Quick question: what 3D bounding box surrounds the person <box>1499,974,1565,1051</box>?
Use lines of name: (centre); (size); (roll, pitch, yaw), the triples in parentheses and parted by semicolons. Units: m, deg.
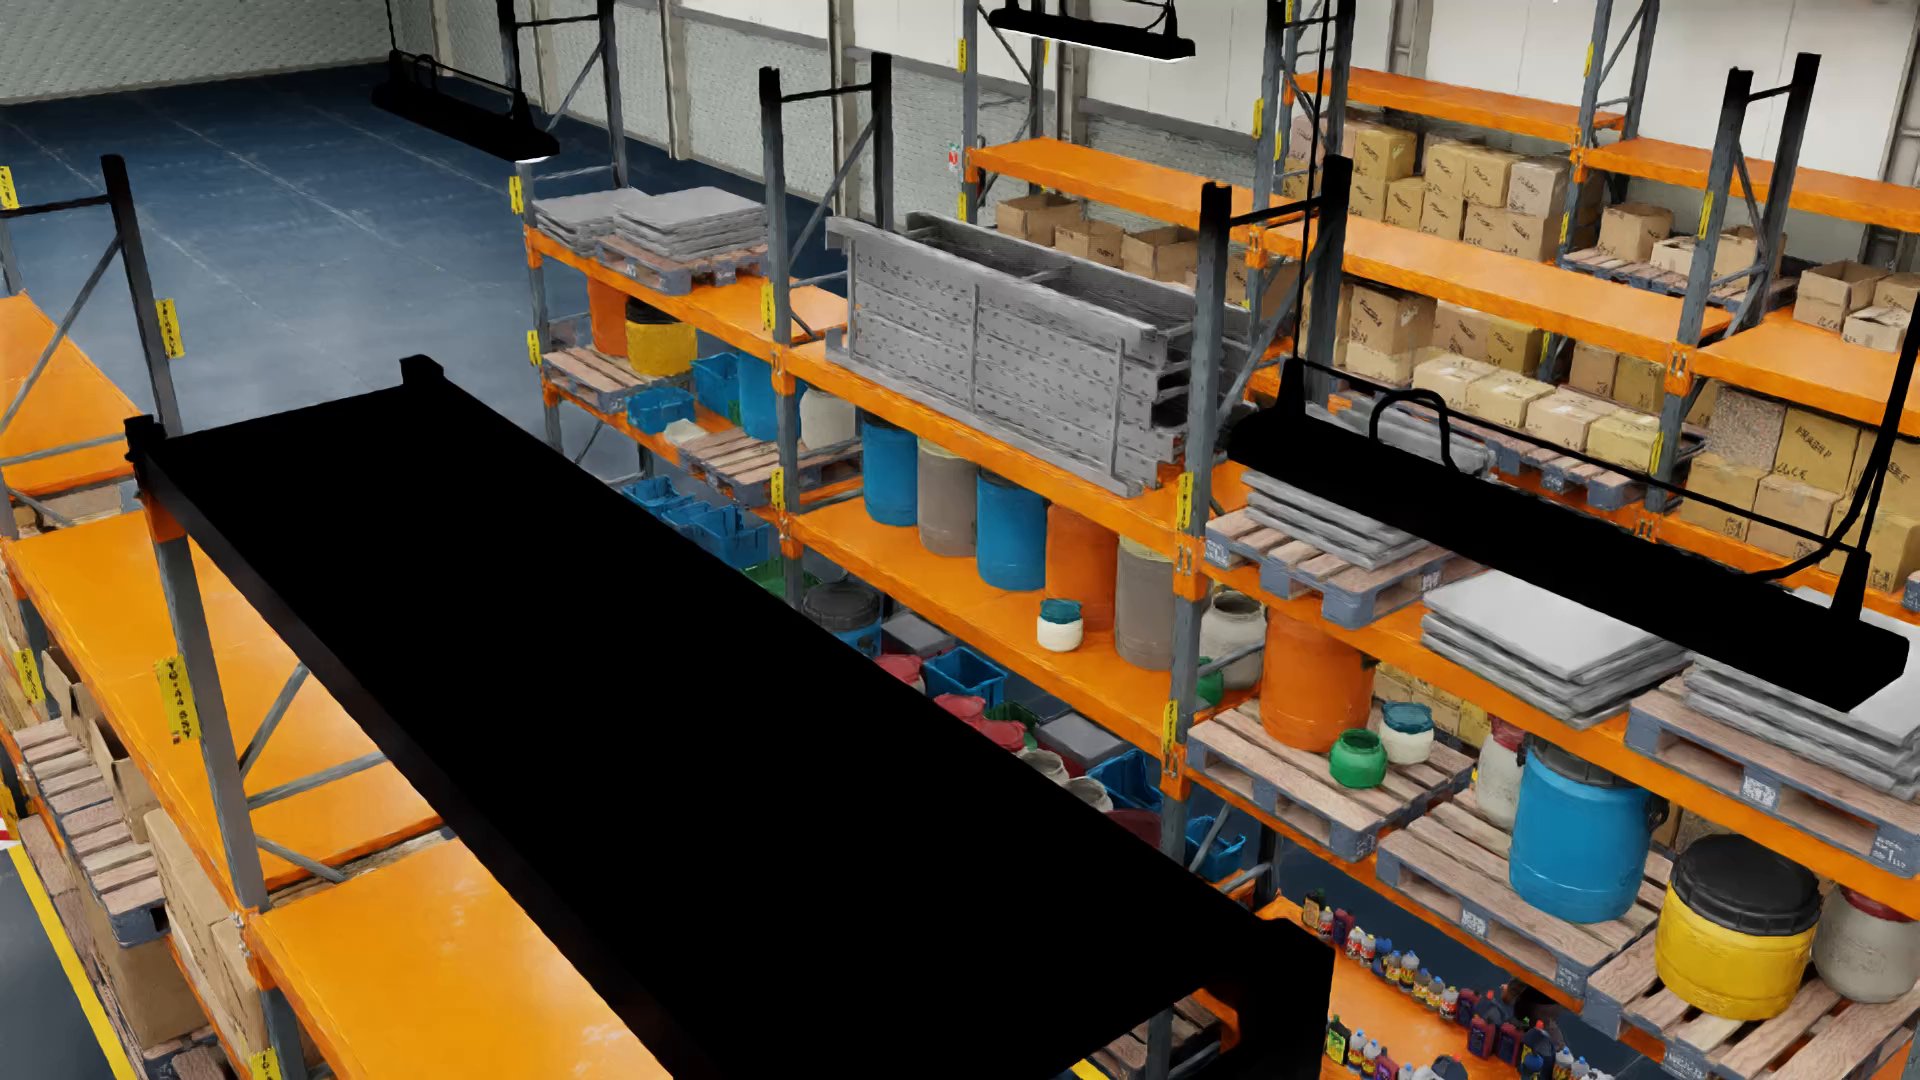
person: (3.708, 2.834, 10.519); (0.677, 1.674, 0.534); (-20, 32, -35)
